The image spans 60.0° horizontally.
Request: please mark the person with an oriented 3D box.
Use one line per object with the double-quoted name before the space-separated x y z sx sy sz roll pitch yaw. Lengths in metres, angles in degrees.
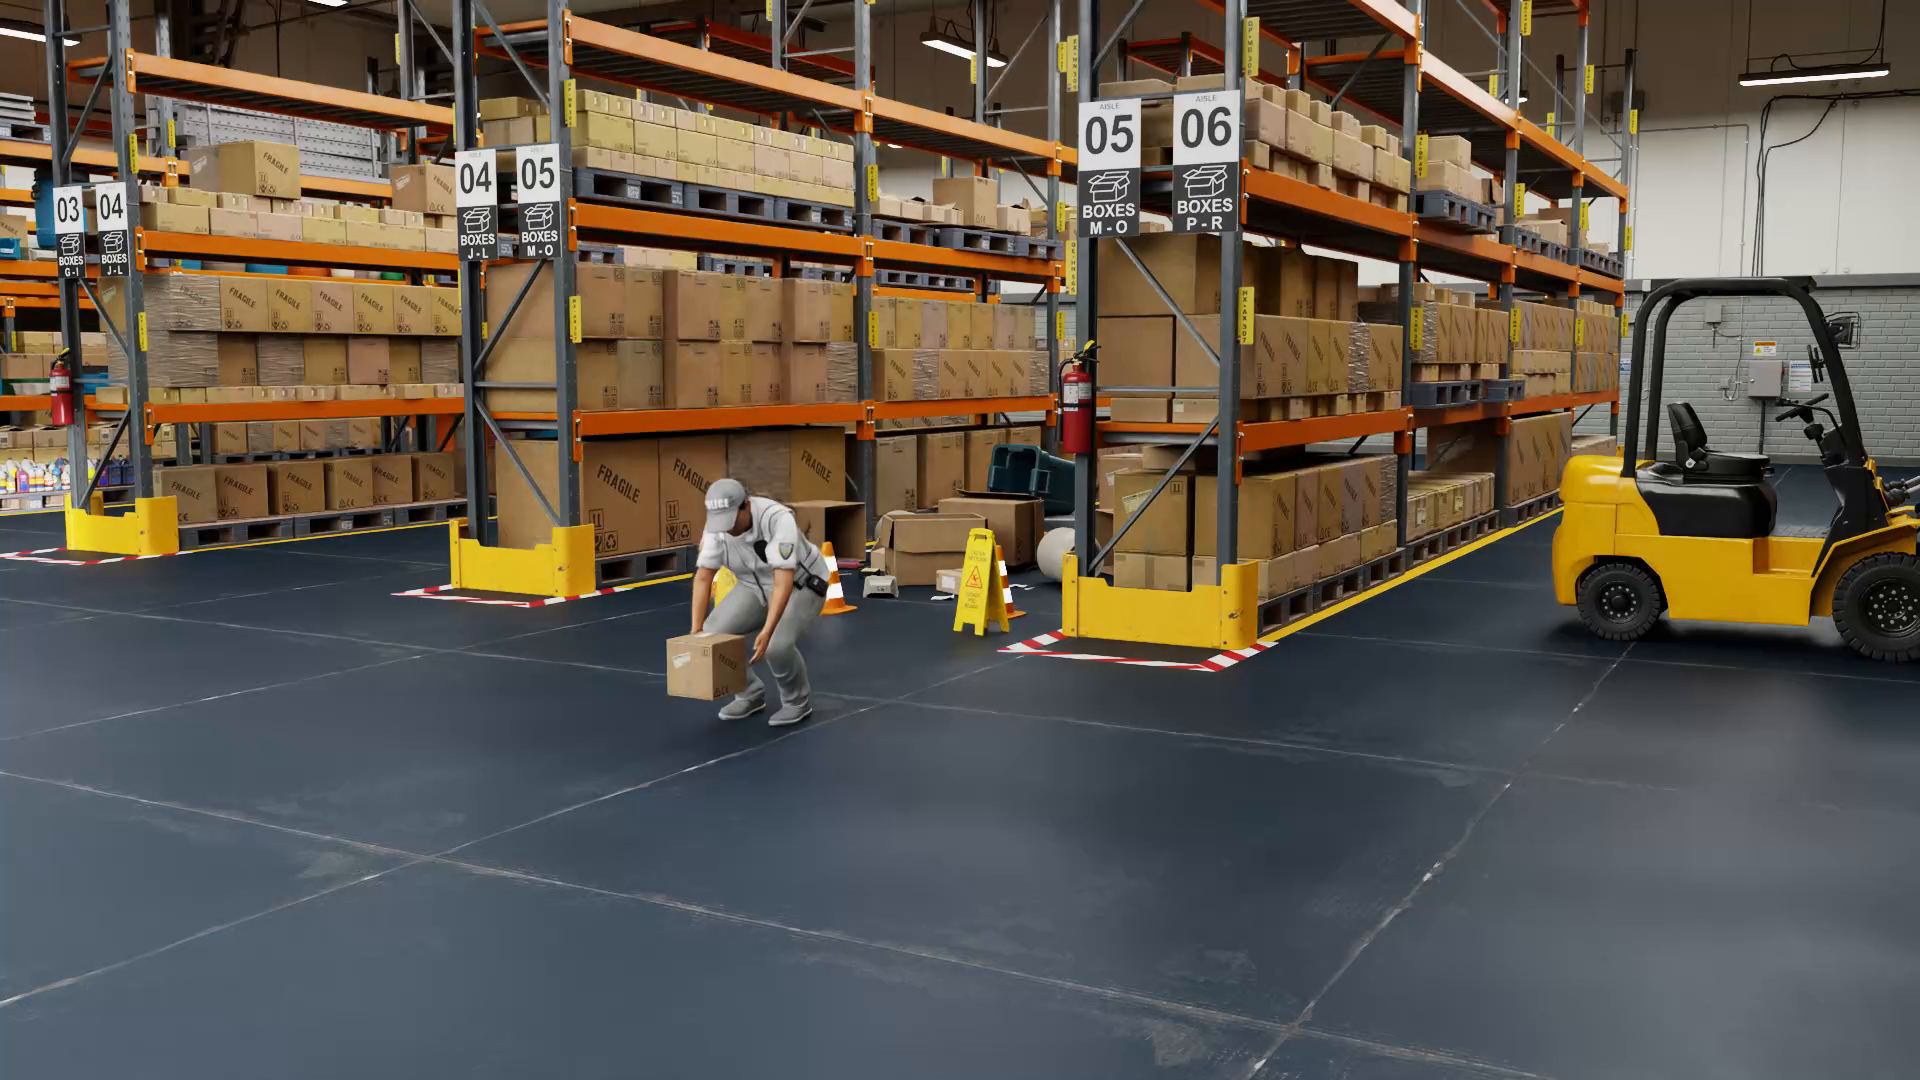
"person" -0.919 0.275 7.699 0.541 1.158 0.817 3 7 28
